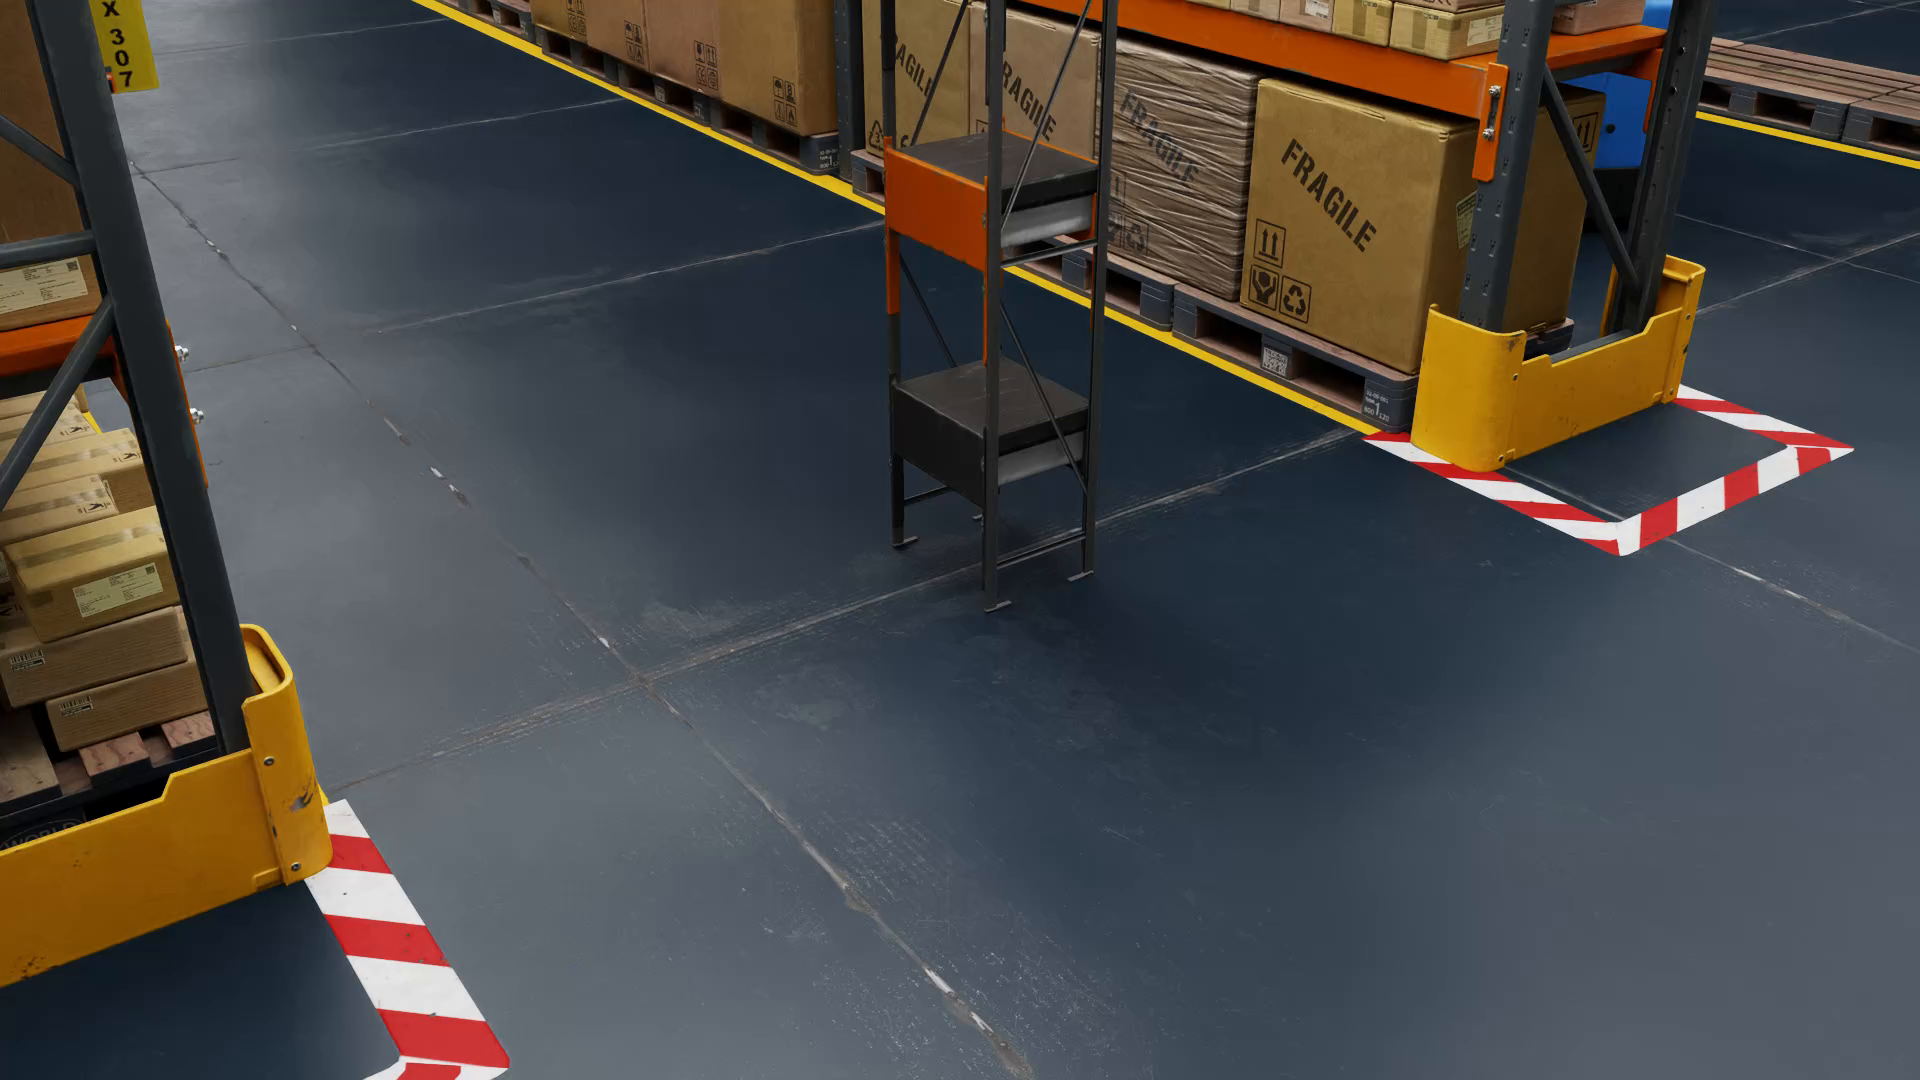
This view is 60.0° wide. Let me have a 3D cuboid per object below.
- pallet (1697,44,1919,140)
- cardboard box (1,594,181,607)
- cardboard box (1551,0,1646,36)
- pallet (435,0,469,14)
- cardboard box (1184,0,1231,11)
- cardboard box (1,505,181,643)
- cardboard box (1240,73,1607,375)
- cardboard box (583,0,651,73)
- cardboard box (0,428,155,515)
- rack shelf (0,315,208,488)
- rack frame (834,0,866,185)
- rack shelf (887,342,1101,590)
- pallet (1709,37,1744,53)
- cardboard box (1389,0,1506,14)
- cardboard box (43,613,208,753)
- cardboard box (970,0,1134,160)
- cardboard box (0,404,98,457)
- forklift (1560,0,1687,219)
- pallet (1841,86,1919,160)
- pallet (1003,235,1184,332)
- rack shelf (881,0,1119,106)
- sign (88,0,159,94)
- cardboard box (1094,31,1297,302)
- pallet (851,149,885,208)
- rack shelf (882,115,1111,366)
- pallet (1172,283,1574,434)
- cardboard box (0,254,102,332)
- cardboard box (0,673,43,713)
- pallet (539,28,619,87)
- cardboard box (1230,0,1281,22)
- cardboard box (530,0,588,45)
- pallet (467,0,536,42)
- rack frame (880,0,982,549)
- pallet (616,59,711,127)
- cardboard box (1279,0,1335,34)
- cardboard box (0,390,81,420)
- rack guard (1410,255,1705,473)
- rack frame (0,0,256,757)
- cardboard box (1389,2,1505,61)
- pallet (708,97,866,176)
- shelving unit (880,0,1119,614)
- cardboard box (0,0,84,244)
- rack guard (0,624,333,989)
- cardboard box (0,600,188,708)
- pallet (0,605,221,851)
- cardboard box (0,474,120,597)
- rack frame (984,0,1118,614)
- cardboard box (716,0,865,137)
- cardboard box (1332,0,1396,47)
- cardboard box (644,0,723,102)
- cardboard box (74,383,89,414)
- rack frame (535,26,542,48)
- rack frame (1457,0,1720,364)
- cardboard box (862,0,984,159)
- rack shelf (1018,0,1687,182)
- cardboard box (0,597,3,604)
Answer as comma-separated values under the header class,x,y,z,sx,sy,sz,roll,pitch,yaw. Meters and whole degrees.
class,x,y,z,sx,sy,sz,roll,pitch,yaw
pallet,5.014,-2.724,10.044,1.003,0.211,1.213,-19,34,-31
cardboard box,-2.177,0.102,4.155,0.380,0.149,0.250,-19,34,-31
cardboard box,2.193,-1.892,5.853,0.380,0.149,0.250,-18,33,-30
pallet,-3.666,-4.436,13.196,1.003,0.211,1.213,-19,34,-31
cardboard box,1.061,-2.106,6.249,0.380,0.149,0.250,-20,34,-32
cardboard box,-1.996,0.070,3.902,0.380,0.149,0.250,-21,35,-33
cardboard box,1.693,-1.250,6.195,0.875,0.875,0.875,-19,34,-31
cardboard box,-1.617,-3.511,10.358,1.225,0.875,0.875,-19,34,-30
cardboard box,-2.296,-0.137,4.283,0.380,0.149,0.250,-19,34,-31
rack shelf,-3.129,-0.900,4.519,1.077,0.370,4.000,-19,34,-31
rack frame,-0.190,-3.328,8.234,1.000,3.000,0.127,-19,34,-31
rack shelf,0.096,-0.231,4.971,0.431,0.518,0.480,-19,34,-31
pallet,4.302,-3.198,10.918,1.003,0.211,1.213,-19,34,-31
cardboard box,1.632,-1.952,5.548,0.500,0.250,0.500,-19,34,-31
cardboard box,-2.012,0.337,4.034,0.380,0.149,0.250,-18,33,-30
cardboard box,0.649,-1.950,7.484,0.875,0.875,0.875,-19,34,-31
cardboard box,-2.507,-0.211,4.419,0.380,0.149,0.250,-21,35,-33
forklift,2.733,-3.466,8.560,1.130,2.935,3.031,-4,29,-8
pallet,5.718,-2.250,9.171,1.003,0.211,1.213,-19,34,-31
pallet,0.899,-1.310,7.442,1.003,0.211,1.213,-19,34,-31
rack shelf,0.096,-1.461,4.303,0.431,0.518,0.480,-19,34,-31
sign,-1.527,-0.970,2.985,0.100,0.325,0.005,-19,34,-31
cardboard box,1.165,-1.604,6.847,0.875,0.875,0.875,-19,34,-31
pallet,0.187,-1.785,8.316,1.003,0.211,1.213,-19,34,-31
rack shelf,0.096,-0.846,4.637,0.431,0.518,0.480,-19,34,-31
pallet,1.602,-0.836,6.569,1.003,0.211,1.213,-19,34,-31
cardboard box,-1.890,-0.545,3.374,0.380,0.149,0.250,-19,34,-31
cardboard box,-2.231,0.258,4.179,0.380,0.149,0.250,-19,34,-31
pallet,-2.115,-3.330,11.160,1.003,0.211,1.213,-19,34,-31
cardboard box,1.213,-2.006,6.064,0.380,0.149,0.250,-18,33,-30
cardboard box,-2.127,-3.860,11.000,1.225,0.875,0.875,-21,35,-33
pallet,-2.963,-3.962,12.323,1.003,0.211,1.213,-19,34,-31
rack frame,-0.046,-0.953,4.805,0.400,2.100,0.015,-19,34,-31
pallet,-1.411,-2.856,10.288,1.003,0.211,1.213,-19,34,-31
cardboard box,1.357,-1.909,5.885,0.380,0.149,0.250,-19,34,-31
cardboard box,-2.660,-0.321,4.622,0.380,0.149,0.250,-17,33,-29
rack guard,2.144,-0.665,5.951,1.175,0.500,0.348,-19,34,-31
rack frame,-1.969,-0.439,2.915,1.000,3.000,0.127,-19,34,-31
cardboard box,1.655,-1.710,5.518,0.380,0.149,0.250,-18,33,-30
pallet,-0.699,-2.381,9.414,1.003,0.211,1.213,-19,34,-31
shelving unit,0.096,-0.858,4.630,0.431,2.100,0.503,-19,34,-31
cardboard box,-2.005,-0.865,3.283,0.500,0.500,0.500,-17,33,-28
rack guard,-2.013,0.630,3.566,1.175,0.500,0.348,-19,34,-31
cardboard box,-2.064,0.224,3.930,0.380,0.149,0.250,-17,33,-29
pallet,-2.456,0.431,4.235,1.003,0.211,1.213,-19,34,-31
cardboard box,-2.254,-0.004,4.038,0.380,0.149,0.250,-18,33,-30
rack frame,0.238,-0.763,4.456,0.400,2.100,0.015,-19,34,-31
cardboard box,-0.578,-2.822,9.089,1.225,0.875,0.875,-19,34,-30
cardboard box,1.503,-1.810,5.703,0.380,0.149,0.250,-18,33,-30
cardboard box,-1.097,-3.169,9.728,1.225,0.875,0.875,-20,34,-32
cardboard box,-2.776,-0.436,4.834,0.380,0.149,0.250,-18,33,-30
rack frame,-2.511,-4.883,11.098,1.000,3.000,0.127,-19,34,-31
rack frame,2.130,-1.773,5.371,1.000,3.000,0.127,-19,34,-31
cardboard box,0.127,-2.300,8.128,0.875,0.875,0.875,-19,34,-31
rack shelf,0.970,-2.234,6.974,1.077,0.370,4.000,-19,34,-31
cardboard box,-2.391,0.031,4.285,0.380,0.149,0.250,-18,33,-30
